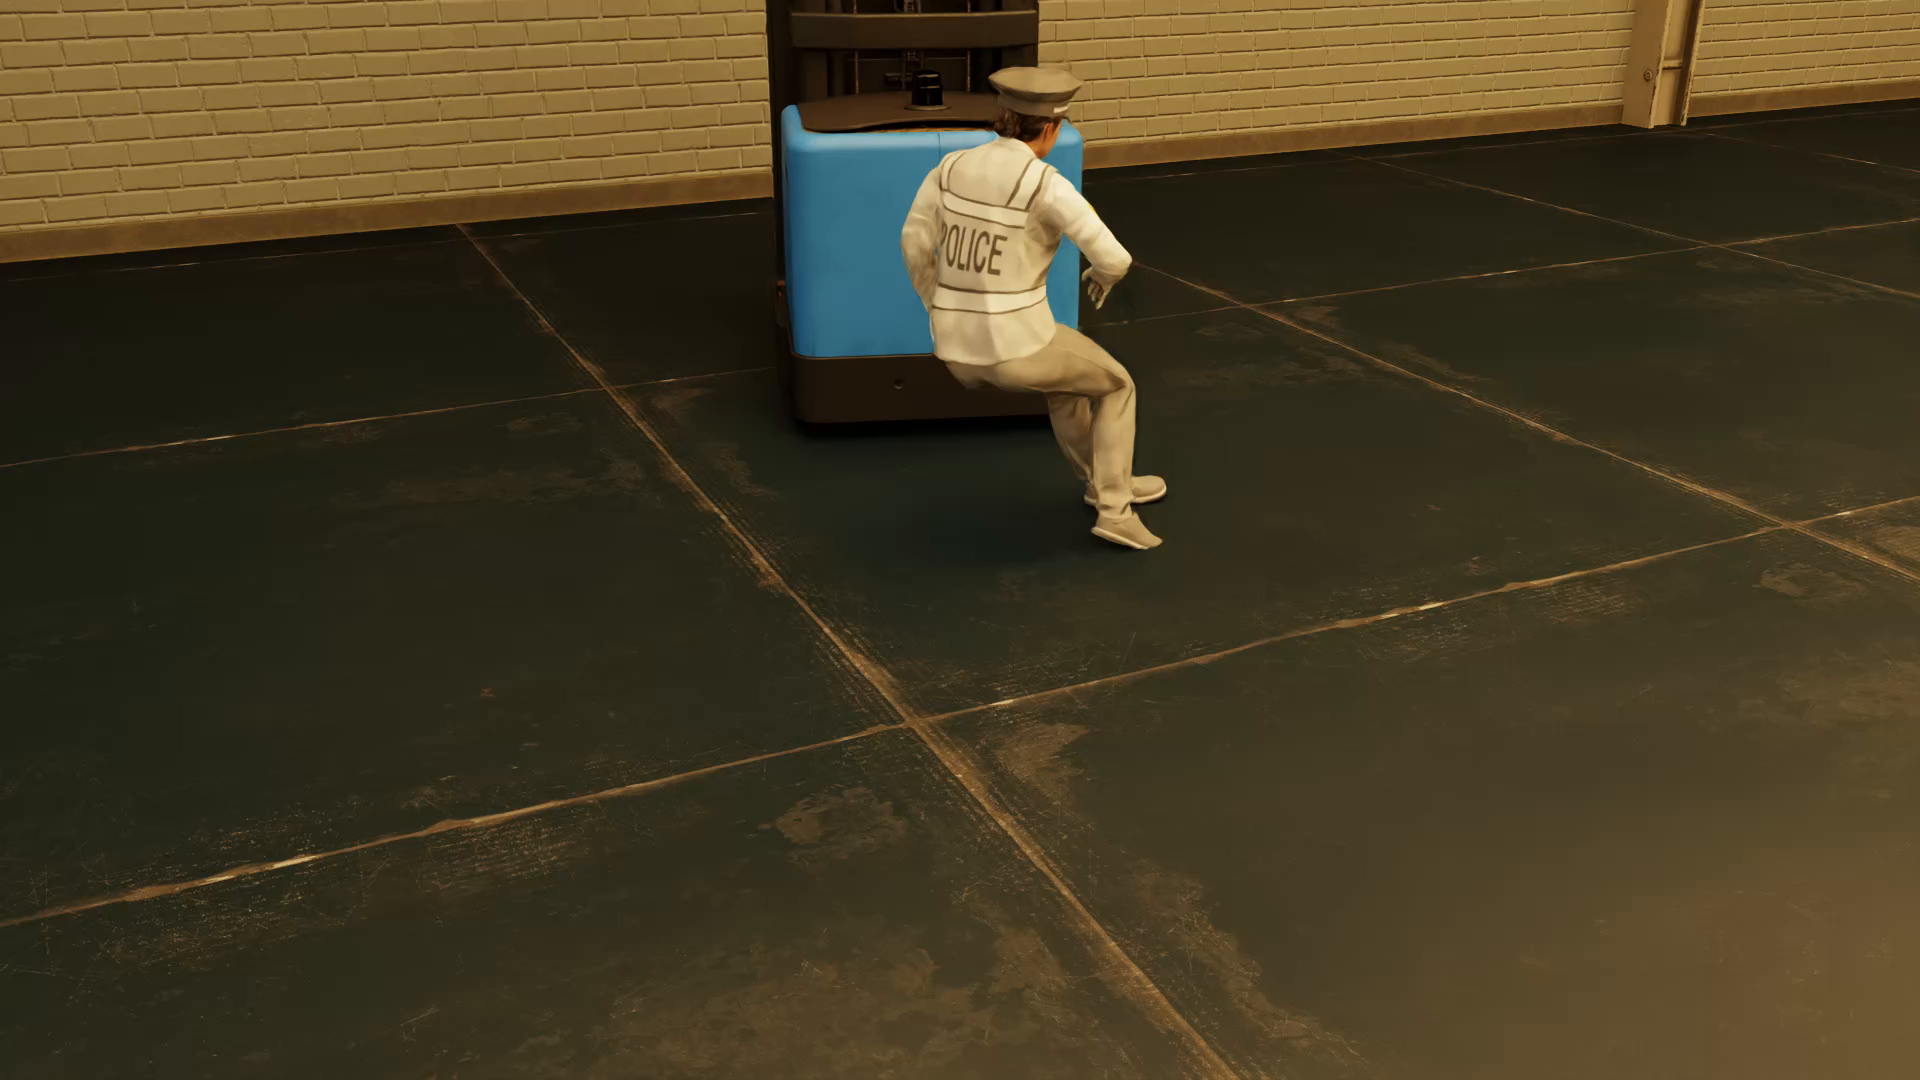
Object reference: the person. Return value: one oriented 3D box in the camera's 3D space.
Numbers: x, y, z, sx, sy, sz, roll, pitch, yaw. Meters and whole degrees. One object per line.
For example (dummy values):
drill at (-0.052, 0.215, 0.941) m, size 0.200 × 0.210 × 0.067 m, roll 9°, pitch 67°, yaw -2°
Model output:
person at (0.294, -0.667, 4.988) m, size 0.745 × 1.454 × 0.855 m, roll 17°, pitch 28°, yaw 36°

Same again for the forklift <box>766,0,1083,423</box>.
forklift at (-0.260, -2.298, 6.818) m, size 1.130 × 2.935 × 3.031 m, roll -3°, pitch 23°, yaw -7°
